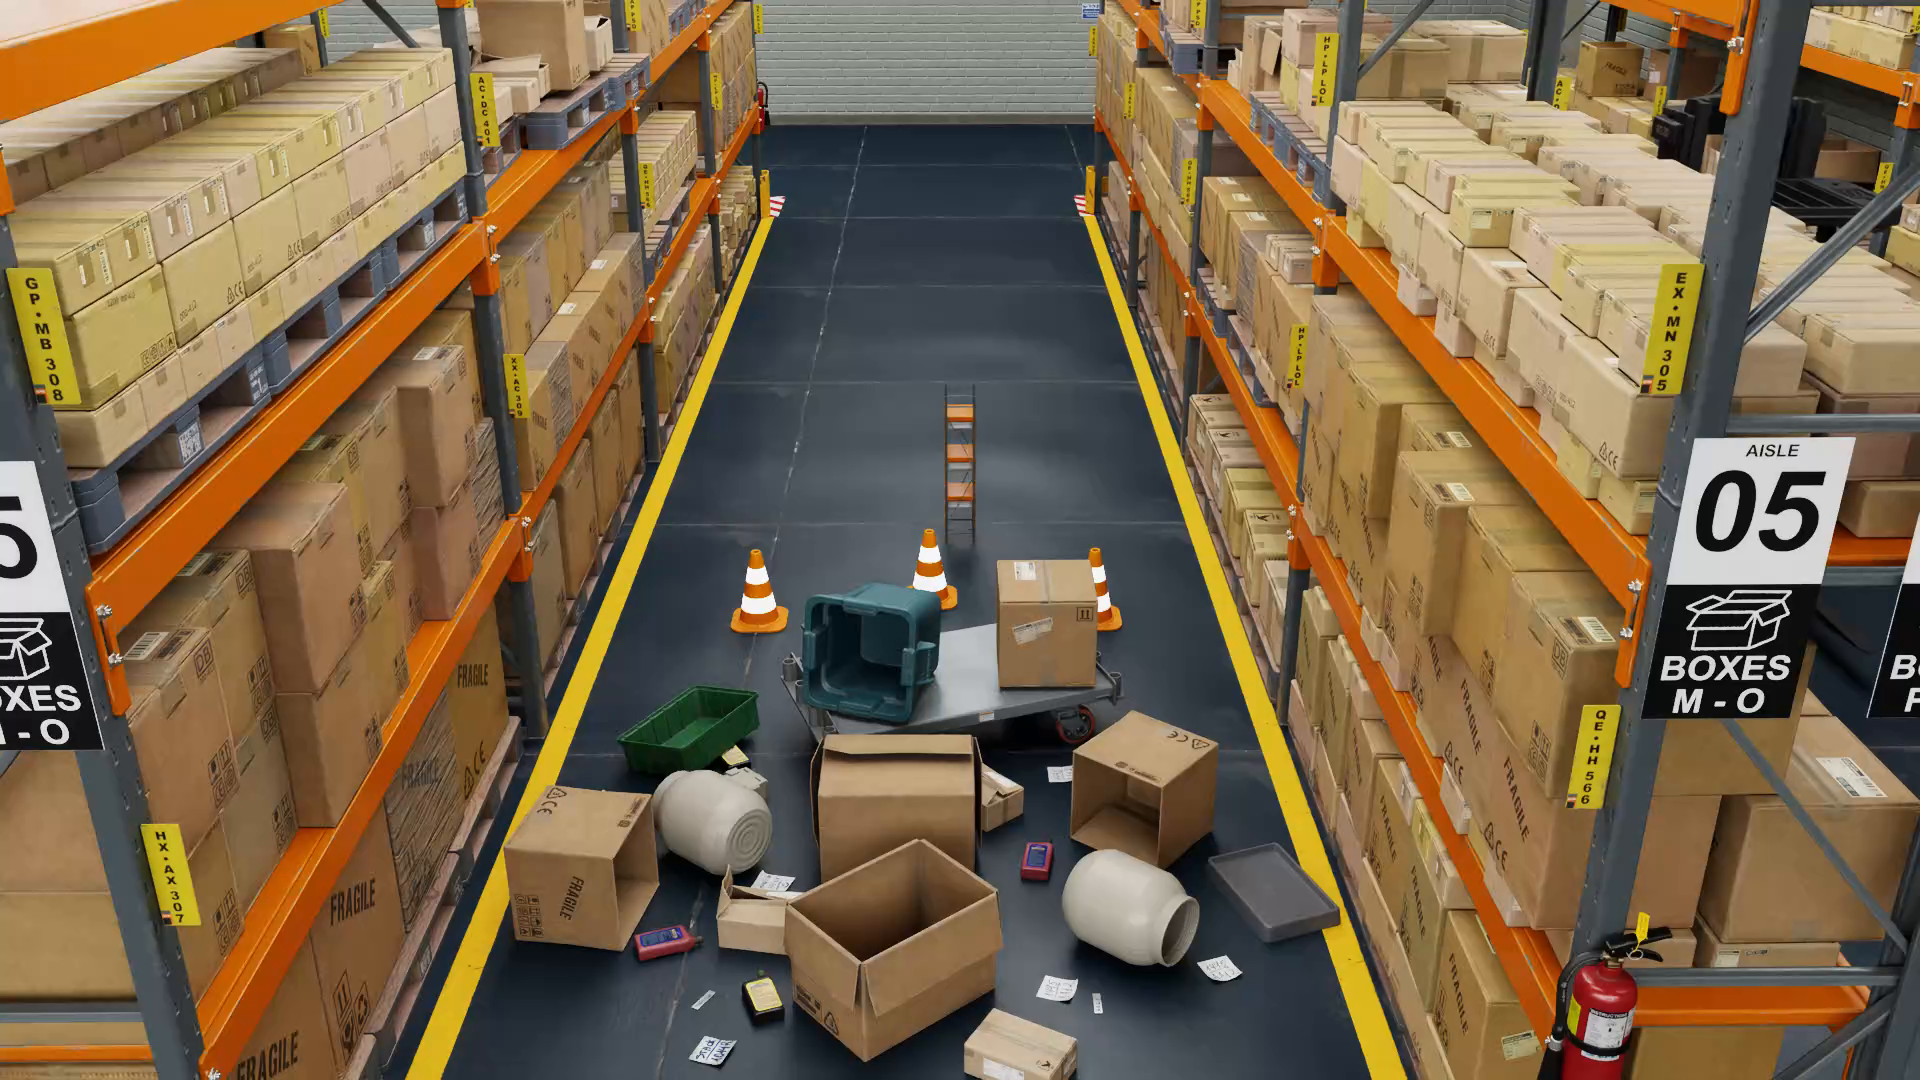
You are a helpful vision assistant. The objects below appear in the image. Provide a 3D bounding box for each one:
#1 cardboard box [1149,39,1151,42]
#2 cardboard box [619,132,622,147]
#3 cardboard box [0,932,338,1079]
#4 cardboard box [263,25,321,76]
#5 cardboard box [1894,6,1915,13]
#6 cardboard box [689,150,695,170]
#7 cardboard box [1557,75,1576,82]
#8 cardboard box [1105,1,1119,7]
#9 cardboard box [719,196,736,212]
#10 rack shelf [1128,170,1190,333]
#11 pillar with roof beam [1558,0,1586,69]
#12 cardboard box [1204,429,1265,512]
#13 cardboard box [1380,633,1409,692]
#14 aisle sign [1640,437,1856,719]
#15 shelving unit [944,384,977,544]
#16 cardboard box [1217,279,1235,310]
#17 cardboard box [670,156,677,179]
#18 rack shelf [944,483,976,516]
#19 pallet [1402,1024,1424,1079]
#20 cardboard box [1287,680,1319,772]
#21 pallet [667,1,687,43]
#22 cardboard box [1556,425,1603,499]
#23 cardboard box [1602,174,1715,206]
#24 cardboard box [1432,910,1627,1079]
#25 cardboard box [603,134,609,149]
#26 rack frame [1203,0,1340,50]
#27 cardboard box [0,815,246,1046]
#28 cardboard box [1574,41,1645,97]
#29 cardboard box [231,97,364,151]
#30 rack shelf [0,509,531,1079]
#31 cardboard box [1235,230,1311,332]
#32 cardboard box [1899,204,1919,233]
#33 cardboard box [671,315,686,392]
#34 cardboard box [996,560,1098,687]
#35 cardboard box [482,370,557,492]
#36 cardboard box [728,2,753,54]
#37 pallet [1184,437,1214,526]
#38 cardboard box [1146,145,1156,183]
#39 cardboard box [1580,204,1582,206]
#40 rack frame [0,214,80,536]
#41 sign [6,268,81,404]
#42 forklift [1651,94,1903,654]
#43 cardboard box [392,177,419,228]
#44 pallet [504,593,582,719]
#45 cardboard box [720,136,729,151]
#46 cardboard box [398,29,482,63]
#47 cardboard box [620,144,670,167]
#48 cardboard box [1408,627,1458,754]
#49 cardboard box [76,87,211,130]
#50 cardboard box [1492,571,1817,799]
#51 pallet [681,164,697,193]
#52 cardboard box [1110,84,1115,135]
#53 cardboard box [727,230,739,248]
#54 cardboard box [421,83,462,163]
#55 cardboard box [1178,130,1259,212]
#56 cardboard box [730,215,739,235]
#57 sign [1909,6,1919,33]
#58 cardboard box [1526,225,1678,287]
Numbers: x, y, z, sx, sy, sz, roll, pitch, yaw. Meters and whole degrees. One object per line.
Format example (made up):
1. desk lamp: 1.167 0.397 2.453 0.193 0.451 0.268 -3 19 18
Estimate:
1. cardboard box: 1.927 -4.708 15.897 0.380 0.149 0.250 0 24 1
2. cardboard box: -3.262 -3.661 15.138 0.380 0.149 0.250 0 24 0
3. cardboard box: -2.748 1.830 5.633 0.875 0.875 0.875 0 24 0
4. cardboard box: -7.542 -5.490 18.659 0.500 0.500 0.500 0 24 0
5. cardboard box: 6.850 -3.808 11.727 0.380 0.149 0.250 1 24 1
6. cardboard box: -2.600 -3.420 14.966 0.380 0.149 0.250 0 24 0
7. cardboard box: 6.804 -5.020 18.530 0.500 0.250 0.500 0 24 0
8. cardboard box: 1.826 -5.974 18.697 0.380 0.149 0.250 0 24 1
9. cardboard box: -2.594 -3.563 17.716 0.380 0.149 0.250 0 24 0
10. rack shelf: 2.165 -2.525 14.065 1.077 0.370 4.000 0 24 -1
11. pillar with roof beam: 3.630 -9.178 20.622 9.100 9.000 0.400 0 24 -1
12. cardboard box: 2.199 -0.485 11.362 0.950 0.372 0.625 -1 24 -2
13. cardboard box: 1.948 0.497 6.817 0.380 0.149 0.250 0 24 -1
14. aisle sign: 1.984 0.111 4.211 0.394 0.787 0.004 0 24 -1
15. shelving unit: -0.001 -0.500 11.082 0.215 1.050 0.252 0 24 -1
16. cardboard box: 1.913 -1.627 11.003 0.380 0.149 0.250 0 24 0
17. cardboard box: -2.586 -3.119 13.940 0.380 0.149 0.250 0 24 0
18. rack shelf: -0.001 -0.238 11.201 0.215 0.259 0.240 0 24 -1
19. pallet: 2.299 2.173 6.190 1.003 0.211 1.213 0 24 -1
20. cardboard box: 1.966 0.926 8.390 0.500 0.250 0.500 -1 24 -3
21. pallet: -2.891 -4.212 13.510 1.213 0.211 1.003 0 24 -1
22. cardboard box: 1.955 -0.232 4.788 0.380 0.149 0.250 0 24 0
23. cardboard box: 2.564 -1.228 6.021 0.380 0.149 0.250 0 24 0
24. cardboard box: 2.004 1.659 5.859 0.500 0.500 0.500 0 24 0
25. cardboard box: -3.252 -3.473 14.362 0.380 0.149 0.250 -1 24 -1
26. rack frame: 2.186 -4.762 10.858 1.000 3.000 0.127 0 24 -1
27. cardboard box: -2.724 1.111 4.971 0.875 0.550 0.550 0 24 -1
28. cardboard box: 6.815 -4.951 17.468 0.500 0.500 0.500 0 24 1
29. cardboard box: -2.383 -1.499 5.991 0.380 0.149 0.250 -1 24 -1
30. rack shelf: -2.697 0.836 6.635 1.077 0.370 4.000 0 24 -1
31. cardboard box: 1.983 -1.575 10.100 0.500 0.500 0.500 -1 24 -3
32. cardboard box: 6.859 -2.261 11.700 0.380 0.149 0.250 0 24 1
33. cardboard box: -2.524 -1.517 13.487 0.500 0.500 0.500 0 24 0
34. cardboard box: 0.450 0.434 8.764 0.500 0.500 0.500 0 24 -1
35. cardboard box: -2.455 -0.580 8.770 0.500 0.500 0.500 0 24 0
36. cardboard box: -2.596 -5.710 18.540 0.500 0.500 0.500 -1 24 -2
37. pallet: 2.193 -0.436 11.957 1.003 0.211 1.213 0 24 -1
38. cardboard box: 1.878 -3.231 14.328 0.500 0.250 0.500 0 24 0
39. cardboard box: 2.502 -1.215 6.477 0.500 0.250 0.500 -1 24 -1
40. rack frame: -2.675 -1.401 3.428 1.000 3.000 0.127 0 24 -1
41. sign: -2.120 -0.469 3.850 0.100 0.325 0.005 0 24 -1
42. forklift: 4.771 -1.123 10.176 1.130 2.935 3.031 -1 24 -1
43. cardboard box: -2.385 -1.341 6.609 0.380 0.149 0.250 0 24 0
44. pallet: -2.802 0.637 9.586 1.003 0.211 1.213 0 24 -1
45. cardboard box: -2.549 -4.048 16.866 0.380 0.149 0.250 0 24 0
46. cardboard box: -2.963 -2.810 9.660 0.500 0.311 0.500 -1 24 -1
47. cardboard box: -2.589 -3.148 13.644 0.380 0.149 0.250 -1 24 -1
48. cardboard box: 1.989 0.452 6.128 0.500 0.500 0.500 0 24 -1
49. cardboard box: -3.041 -1.597 6.207 0.380 0.149 0.250 0 24 0
50. cardboard box: 2.050 0.422 4.981 0.700 0.500 0.500 -1 24 -2
51. pallet: -2.943 -3.210 14.939 1.003 0.211 1.213 0 24 -1
52. cardboard box: 1.860 -4.547 17.542 0.500 0.500 0.500 1 24 1
53. cardboard box: -2.543 -3.191 17.615 0.380 0.149 0.250 -1 24 -2
54. cardboard box: -2.457 -1.785 7.107 0.500 0.250 0.500 -1 24 -1
55. cardboard box: 1.919 -2.741 12.336 0.500 0.500 0.500 -1 24 -2
56. cardboard box: -2.540 -3.324 17.549 0.380 0.149 0.250 0 24 -1
57. sign: 6.607 -3.653 11.419 0.100 0.325 0.005 0 24 -1
58. cardboard box: 2.042 -0.902 5.303 0.380 0.149 0.250 0 24 -1
